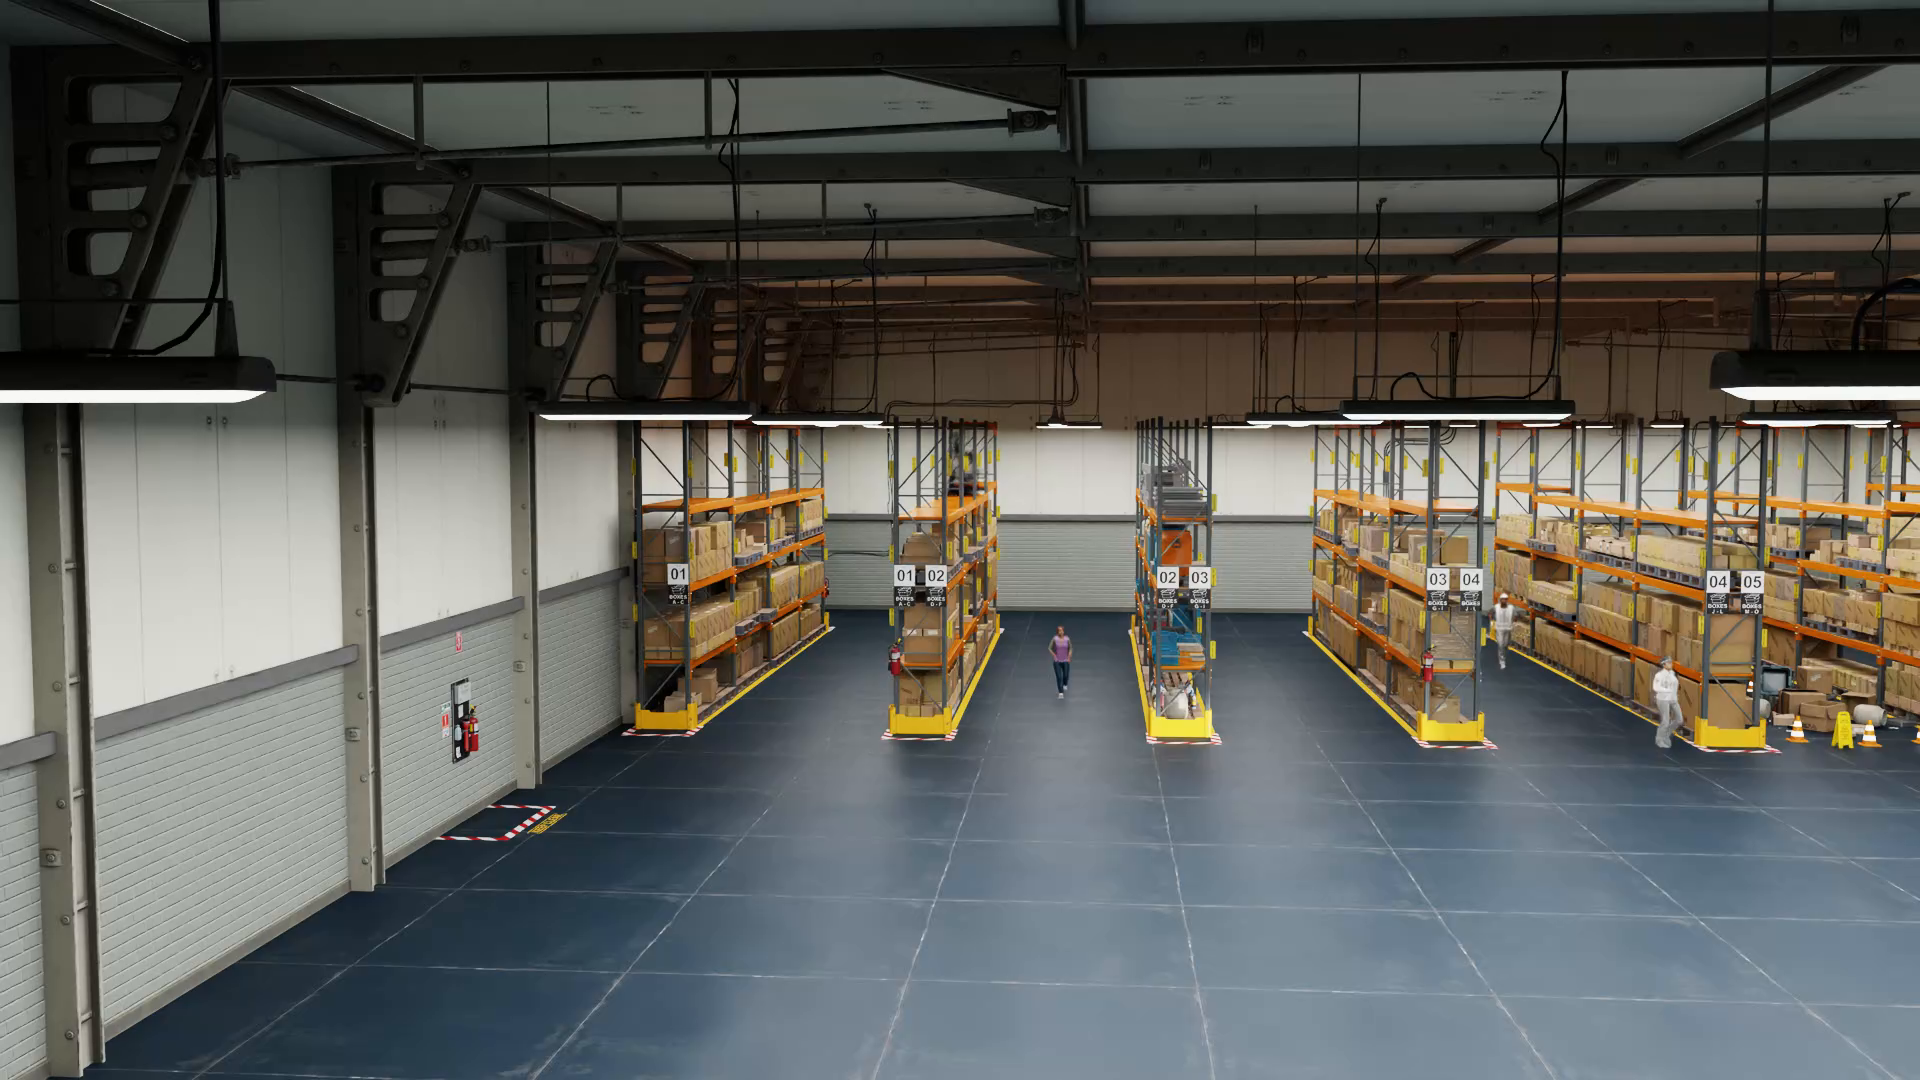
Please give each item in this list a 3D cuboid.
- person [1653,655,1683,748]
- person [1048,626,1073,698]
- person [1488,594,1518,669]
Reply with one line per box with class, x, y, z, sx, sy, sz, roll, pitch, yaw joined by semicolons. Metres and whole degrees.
person;12.850;2.928;30.090;0.628;1.698;0.527;-2;4;-28
person;2.157;2.628;35.666;0.543;1.540;0.530;0;4;0
person;13.212;2.191;40.417;0.683;1.792;0.935;0;4;7
